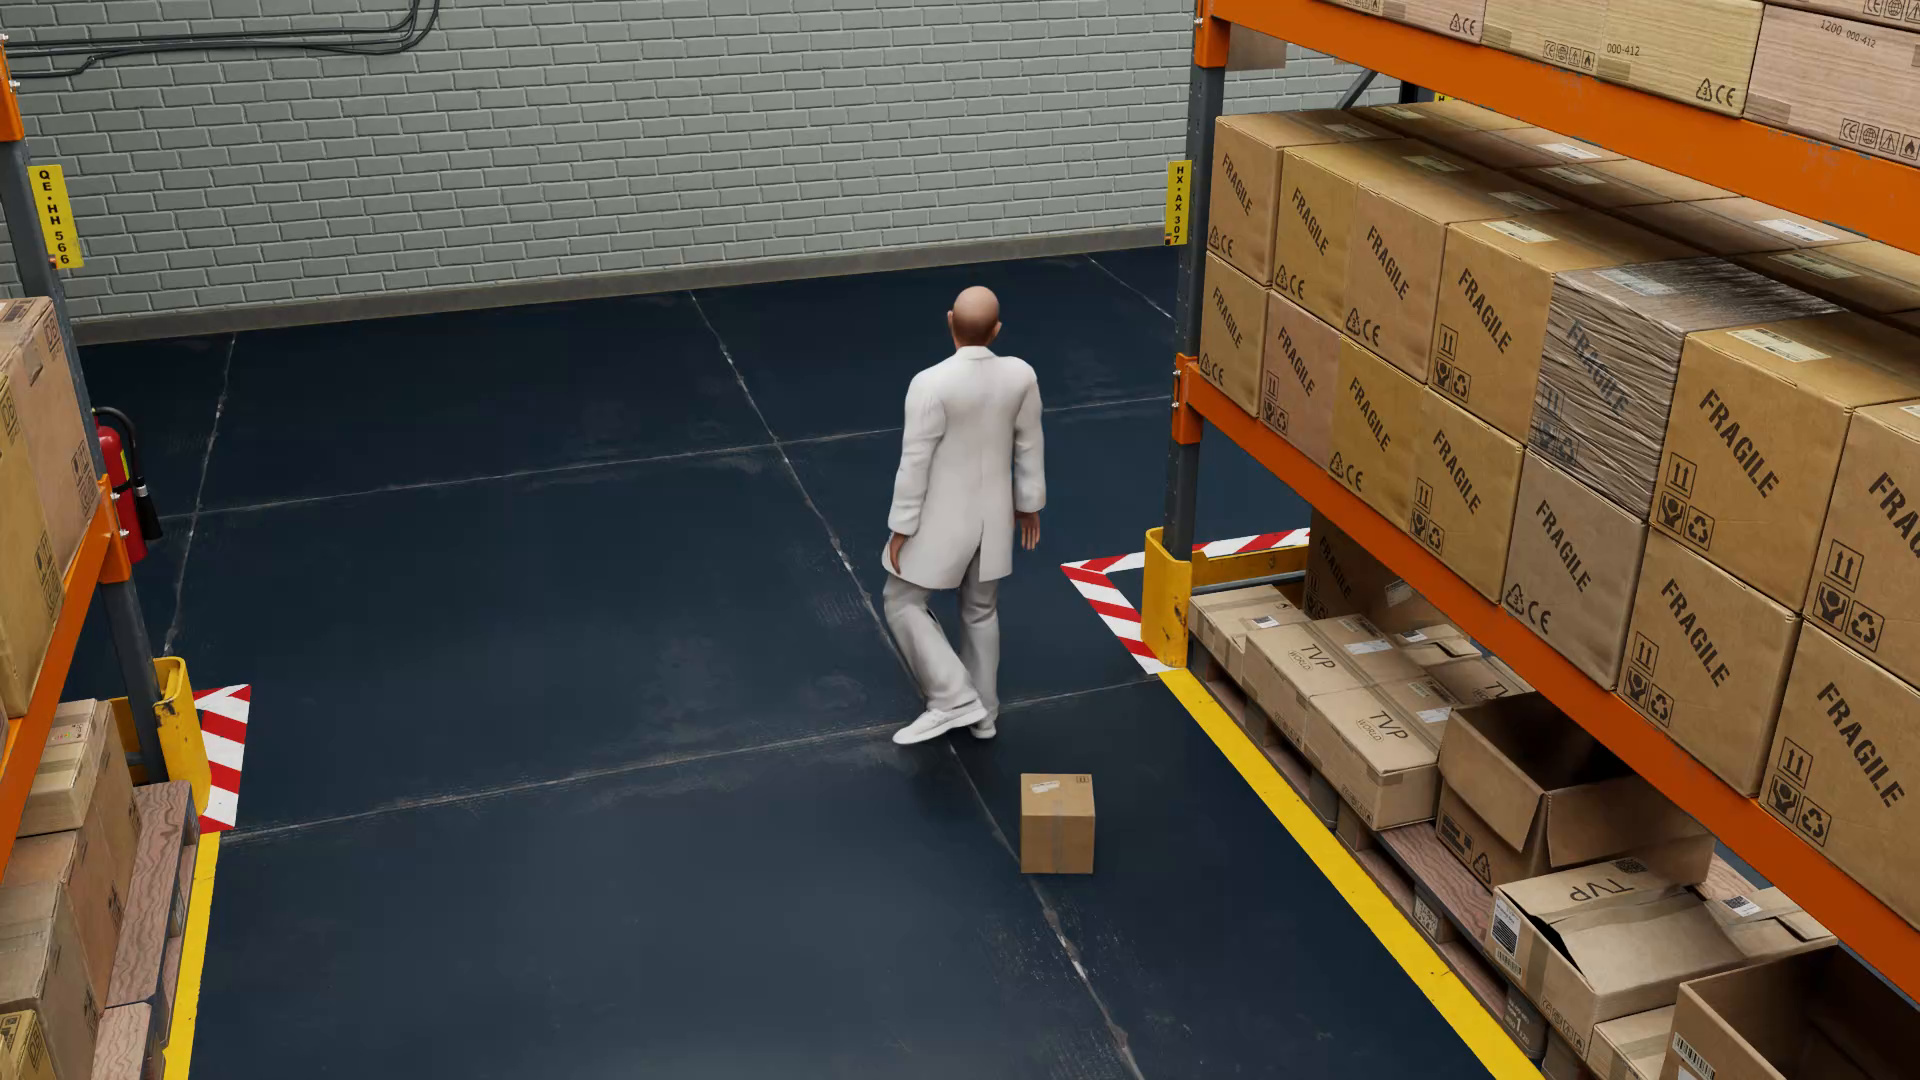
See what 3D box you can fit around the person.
[{"bbox_3d":[0.013,-0.049,6.205,0.752,1.773,0.560,-15,30,-28],"label":"person"}]
